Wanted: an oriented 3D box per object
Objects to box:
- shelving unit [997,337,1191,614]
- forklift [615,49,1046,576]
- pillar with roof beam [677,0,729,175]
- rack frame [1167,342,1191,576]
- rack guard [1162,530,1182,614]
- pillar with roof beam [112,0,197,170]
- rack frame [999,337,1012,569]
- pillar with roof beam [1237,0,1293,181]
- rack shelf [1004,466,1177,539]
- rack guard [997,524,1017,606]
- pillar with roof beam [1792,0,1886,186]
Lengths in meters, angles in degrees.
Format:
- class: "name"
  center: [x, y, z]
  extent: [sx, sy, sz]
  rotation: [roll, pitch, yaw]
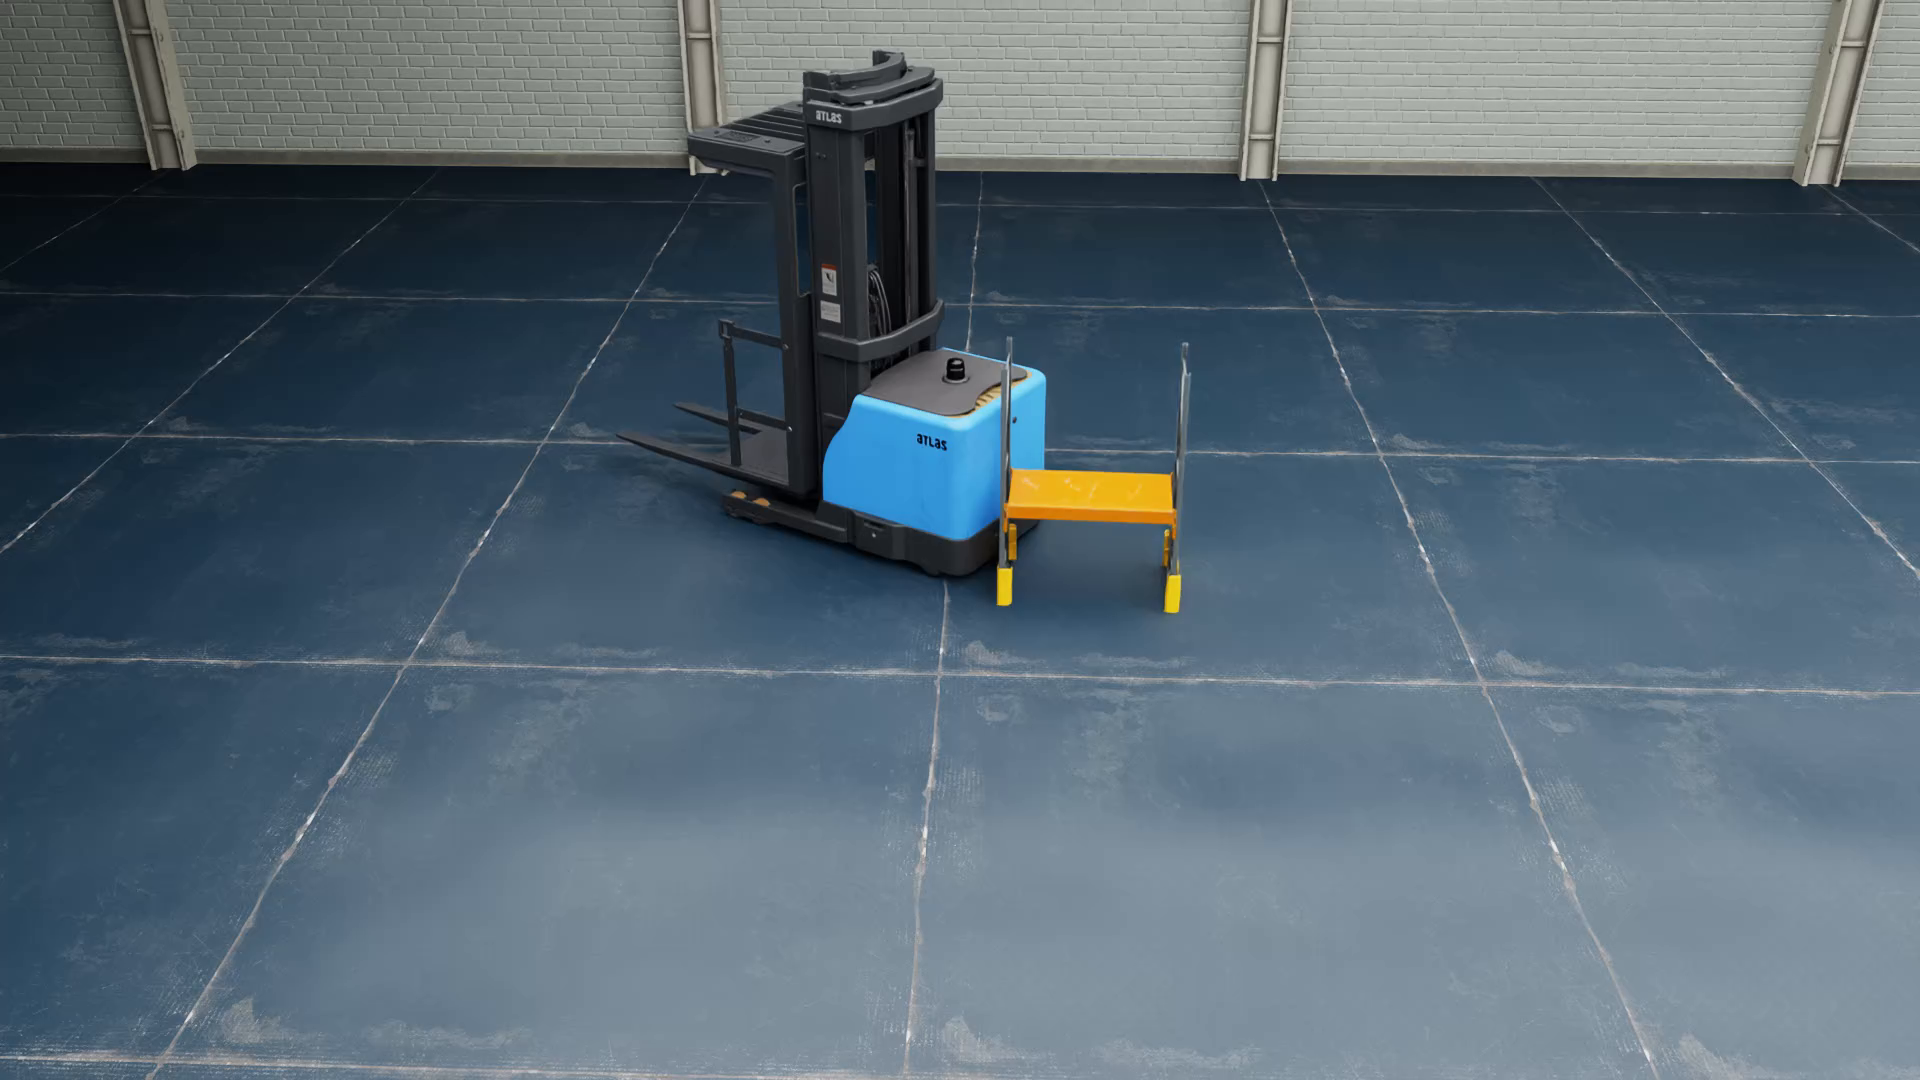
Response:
- class: "shelving unit"
  center: [0.784, -0.385, 9.800]
  extent: [1.083, 1.500, 0.587]
  rotation: [2, 28, 4]
- class: "forklift"
  center: [-0.962, -1.587, 10.541]
  extent: [3.031, 2.935, 1.130]
  rotation: [17, 32, 29]
- class: "pillar with roof beam"
  center: [-2.906, -6.028, 12.439]
  extent: [0.400, 9.000, 9.100]
  rotation: [1, 28, 2]
- class: "rack frame"
  center: [1.282, -0.365, 9.762]
  extent: [0.032, 1.500, 0.500]
  rotation: [2, 28, 4]
- class: "rack guard"
  center: [1.280, 0.187, 10.055]
  extent: [0.087, 0.250, 0.587]
  rotation: [2, 28, 4]
- class: "pillar with roof beam"
  center: [-8.902, -6.127, 12.626]
  extent: [0.400, 9.000, 9.100]
  rotation: [1, 28, 2]
- class: "rack frame"
  center: [0.269, -0.406, 9.839]
  extent: [0.032, 1.500, 0.500]
  rotation: [2, 28, 4]
- class: "pillar with roof beam"
  center: [3.091, -5.929, 12.252]
  extent: [0.400, 9.000, 9.100]
  rotation: [1, 28, 2]
- class: "rack shelf"
  center: [0.775, -0.226, 9.885]
  extent: [1.000, 0.185, 0.538]
  rotation: [2, 28, 4]
- class: "rack guard"
  center: [0.288, 0.147, 10.130]
  extent: [0.087, 0.250, 0.587]
  rotation: [2, 28, 4]
- class: "pillar with roof beam"
  center: [9.087, -5.830, 12.065]
  extent: [0.400, 9.000, 9.100]
  rotation: [1, 28, 2]
